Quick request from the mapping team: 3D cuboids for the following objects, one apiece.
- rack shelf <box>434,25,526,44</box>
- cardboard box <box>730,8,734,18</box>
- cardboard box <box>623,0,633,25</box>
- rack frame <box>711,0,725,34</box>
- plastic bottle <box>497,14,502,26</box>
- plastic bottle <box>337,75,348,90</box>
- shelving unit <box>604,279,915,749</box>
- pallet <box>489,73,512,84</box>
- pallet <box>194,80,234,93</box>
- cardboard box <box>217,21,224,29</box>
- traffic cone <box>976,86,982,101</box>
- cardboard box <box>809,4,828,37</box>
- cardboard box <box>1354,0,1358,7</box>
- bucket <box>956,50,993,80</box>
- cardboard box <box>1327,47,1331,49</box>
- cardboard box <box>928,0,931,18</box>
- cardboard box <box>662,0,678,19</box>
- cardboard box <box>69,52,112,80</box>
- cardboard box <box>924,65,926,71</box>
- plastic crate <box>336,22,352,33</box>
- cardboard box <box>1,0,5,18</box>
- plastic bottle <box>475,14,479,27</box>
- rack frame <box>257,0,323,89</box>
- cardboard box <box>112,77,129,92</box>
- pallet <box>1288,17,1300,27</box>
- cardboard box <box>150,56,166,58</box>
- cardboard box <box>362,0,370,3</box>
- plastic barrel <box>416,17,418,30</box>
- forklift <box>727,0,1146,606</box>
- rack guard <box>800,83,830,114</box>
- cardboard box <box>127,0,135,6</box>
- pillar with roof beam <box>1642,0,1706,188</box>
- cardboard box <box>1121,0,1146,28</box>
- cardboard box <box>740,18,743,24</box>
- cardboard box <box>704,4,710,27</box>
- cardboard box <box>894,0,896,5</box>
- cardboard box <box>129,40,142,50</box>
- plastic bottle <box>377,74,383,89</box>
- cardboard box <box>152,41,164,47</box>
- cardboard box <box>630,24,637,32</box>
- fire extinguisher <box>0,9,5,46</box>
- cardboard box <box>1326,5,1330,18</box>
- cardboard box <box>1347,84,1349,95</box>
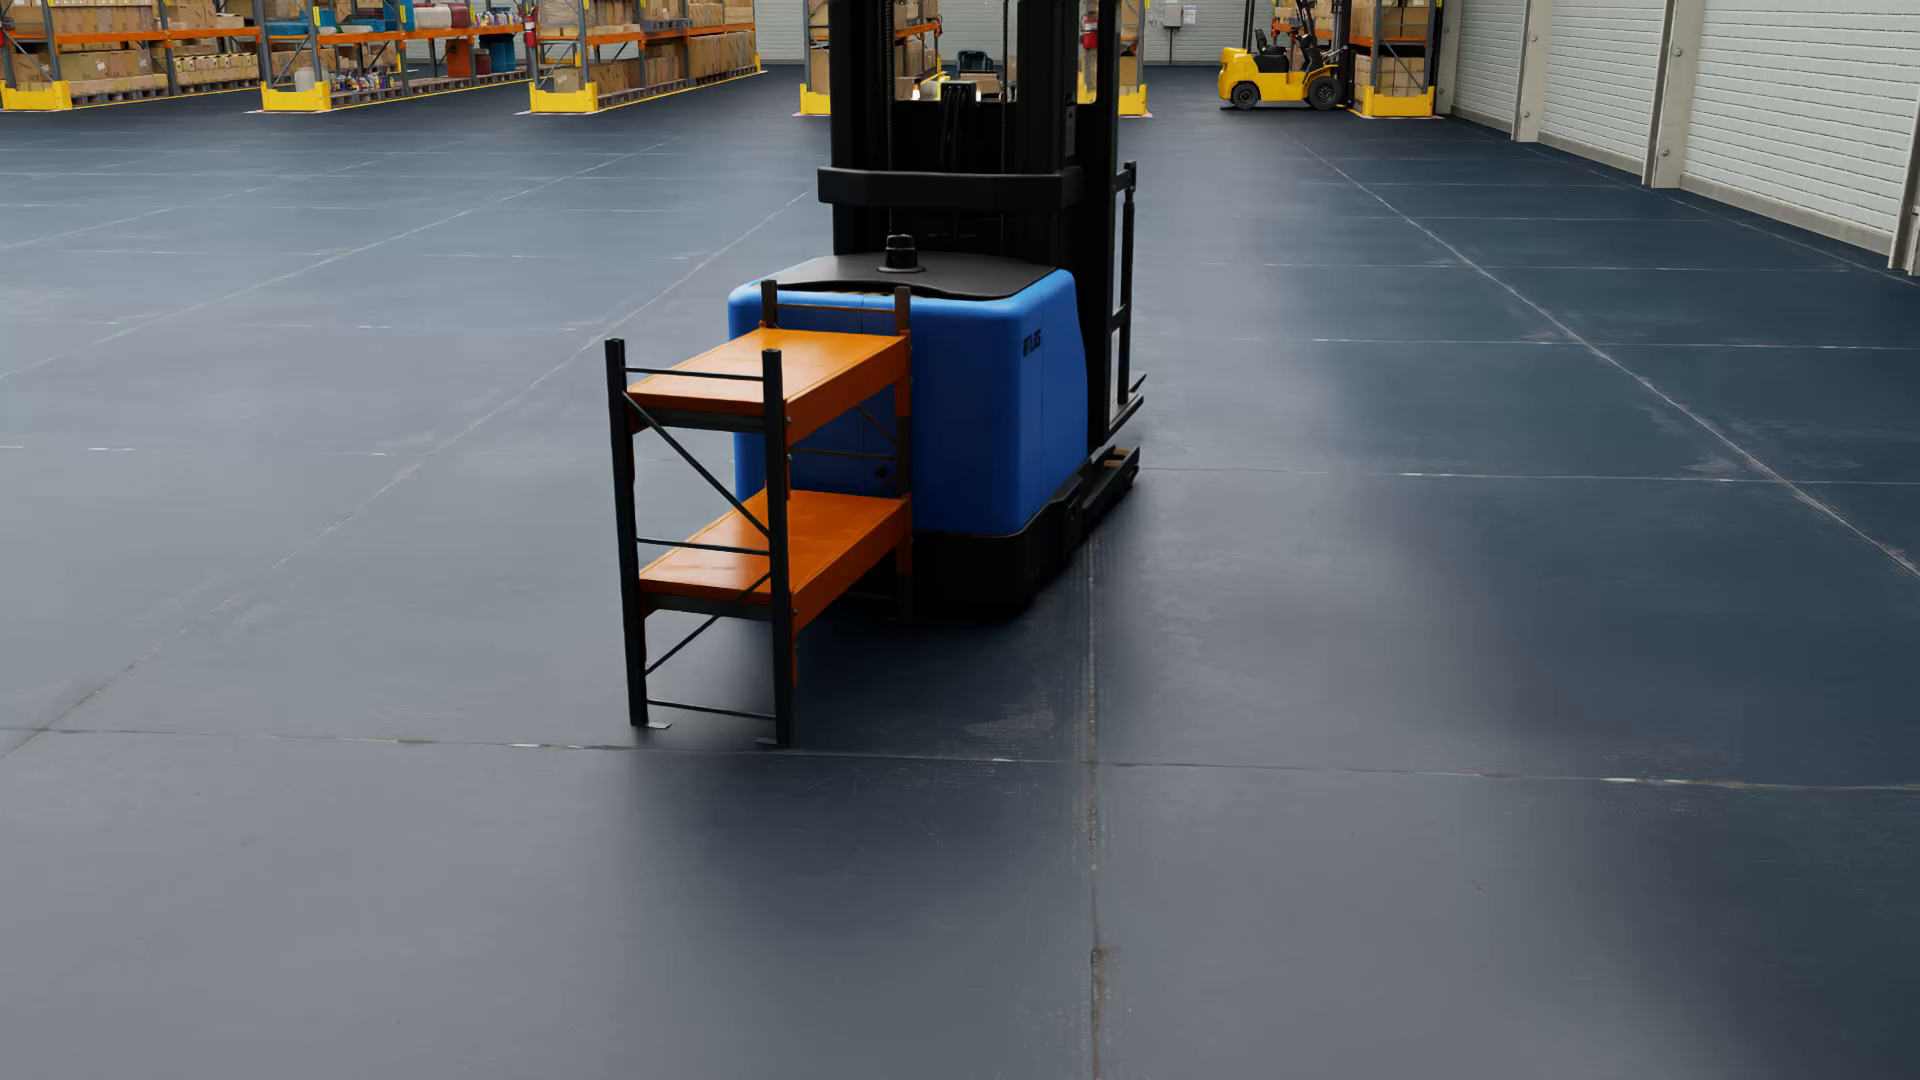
[{"bbox_3d":[-11.408,-12.069,39.593,1.077,0.370,4.000,1,18,4],"label":"rack shelf"},{"bbox_3d":[-5.989,-13.286,41.914,0.500,0.250,0.500,1,18,4],"label":"cardboard box"},{"bbox_3d":[-6.992,-10.487,32.972,0.875,0.500,0.500,1,18,4],"label":"cardboard box"},{"bbox_3d":[-6.325,-12.921,41.039,1.000,3.000,0.127,1,18,4],"label":"rack frame"},{"bbox_3d":[-11.059,-12.459,39.828,0.152,0.276,0.135,1,18,4],"label":"plastic bottle"},{"bbox_3d":[-12.205,-9.034,32.844,0.152,0.276,0.135,1,18,4],"label":"plastic bottle"},{"bbox_3d":[-0.553,-0.131,5.016,0.538,1.125,1.048,6,19,17],"label":"shelving unit"},{"bbox_3d":[-11.447,-11.088,39.922,1.003,0.211,1.213,1,18,4],"label":"pallet"},{"bbox_3d":[-16.680,-9.943,36.429,1.003,0.211,1.213,1,18,4],"label":"pallet"},{"bbox_3d":[-16.527,-11.384,36.752,0.380,0.149,0.250,3,18,8],"label":"cardboard box"},{"bbox_3d":[0.312,-7.849,29.633,0.336,0.463,0.334,1,18,4],"label":"traffic cone"},{"bbox_3d":[-2.263,-9.240,29.563,0.875,0.550,0.550,1,18,4],"label":"cardboard box"},{"bbox_3d":[7.532,-9.971,30.834,0.380,0.149,0.250,1,18,2],"label":"cardboard box"},{"bbox_3d":[0.332,-9.367,33.009,0.726,0.611,0.620,8,10,23],"label":"bucket"},{"bbox_3d":[8.612,-11.226,38.163,0.380,0.149,0.250,1,18,4],"label":"cardboard box"},{"bbox_3d":[-0.997,-13.425,41.940,0.500,0.500,0.500,1,18,3],"label":"cardboard box"},{"bbox_3d":[-6.550,-11.582,36.116,0.700,0.500,0.500,4,19,12],"label":"cardboard box"},{"bbox_3d":[-16.748,-9.138,32.031,0.500,0.500,0.500,1,18,4],"label":"cardboard box"},{"bbox_3d":[-1.038,-11.730,41.307,0.380,0.149,0.250,0,18,2],"label":"cardboard box"},{"bbox_3d":[-12.217,-10.031,32.559,0.450,0.188,0.662,1,18,4],"label":"plastic crate"},{"bbox_3d":[-21.524,-11.733,36.547,0.700,0.500,0.500,1,18,4],"label":"cardboard box"},{"bbox_3d":[-11.129,-11.962,38.300,0.061,0.283,0.133,1,18,4],"label":"plastic bottle"},{"bbox_3d":[-12.125,-9.305,30.002,1.000,3.000,0.127,1,18,4],"label":"rack frame"},{"bbox_3d":[-16.696,-8.937,32.621,0.500,0.250,0.500,1,18,4],"label":"cardboard box"},{"bbox_3d":[8.345,-12.253,39.309,1.003,0.211,1.213,1,18,4],"label":"pallet"},{"bbox_3d":[-17.005,-10.112,35.307,0.500,0.311,0.500,2,18,5],"label":"cardboard box"},{"bbox_3d":[-15.781,-14.286,43.439,0.500,0.500,0.500,2,18,6],"label":"cardboard box"},{"bbox_3d":[-11.590,-10.889,35.059,0.301,0.262,0.301,0,18,0],"label":"plastic barrel"},{"bbox_3d":[0.138,-1.596,6.586,1.130,2.935,3.031,6,19,17],"label":"forklift"},{"bbox_3d":[-2.247,-7.857,29.598,1.175,0.500,0.348,1,18,4],"label":"rack guard"},{"bbox_3d":[-16.638,-10.686,33.014,0.380,0.149,0.250,1,18,4],"label":"cardboard box"},{"bbox_3d":[3.446,-8.279,17.239,9.100,9.000,0.400,1,18,4],"label":"pillar with roof beam"},{"bbox_3d":[3.010,-9.303,29.358,0.500,0.500,0.500,1,18,3],"label":"cardboard box"},{"bbox_3d":[-5.845,-13.451,43.060,0.380,0.149,0.250,2,18,5],"label":"cardboard box"},{"bbox_3d":[-6.199,-12.346,39.123,0.500,0.500,0.500,1,18,4],"label":"cardboard box"},{"bbox_3d":[-1.748,-11.763,35.738,0.700,0.500,0.500,1,18,3],"label":"cardboard box"},{"bbox_3d":[-21.063,-12.226,41.696,0.750,0.750,0.750,1,18,5],"label":"cardboard box"},{"bbox_3d":[-11.581,-9.148,33.179,0.061,0.283,0.133,3,18,8],"label":"plastic bottle"},{"bbox_3d":[-20.784,-12.905,43.288,0.380,0.149,0.250,2,18,6],"label":"cardboard box"},{"bbox_3d":[-6.648,-10.166,33.035,0.380,0.149,0.250,1,18,4],"label":"cardboard box"},{"bbox_3d":[-17.537,-9.353,30.275,0.296,0.674,0.183,1,18,4],"label":"fire extinguisher"},{"bbox_3d":[7.845,-10.905,34.324,0.500,0.250,0.500,2,18,5],"label":"cardboard box"},{"bbox_3d":[7.474,-8.380,30.923,0.500,0.250,0.500,2,18,6],"label":"cardboard box"}]
